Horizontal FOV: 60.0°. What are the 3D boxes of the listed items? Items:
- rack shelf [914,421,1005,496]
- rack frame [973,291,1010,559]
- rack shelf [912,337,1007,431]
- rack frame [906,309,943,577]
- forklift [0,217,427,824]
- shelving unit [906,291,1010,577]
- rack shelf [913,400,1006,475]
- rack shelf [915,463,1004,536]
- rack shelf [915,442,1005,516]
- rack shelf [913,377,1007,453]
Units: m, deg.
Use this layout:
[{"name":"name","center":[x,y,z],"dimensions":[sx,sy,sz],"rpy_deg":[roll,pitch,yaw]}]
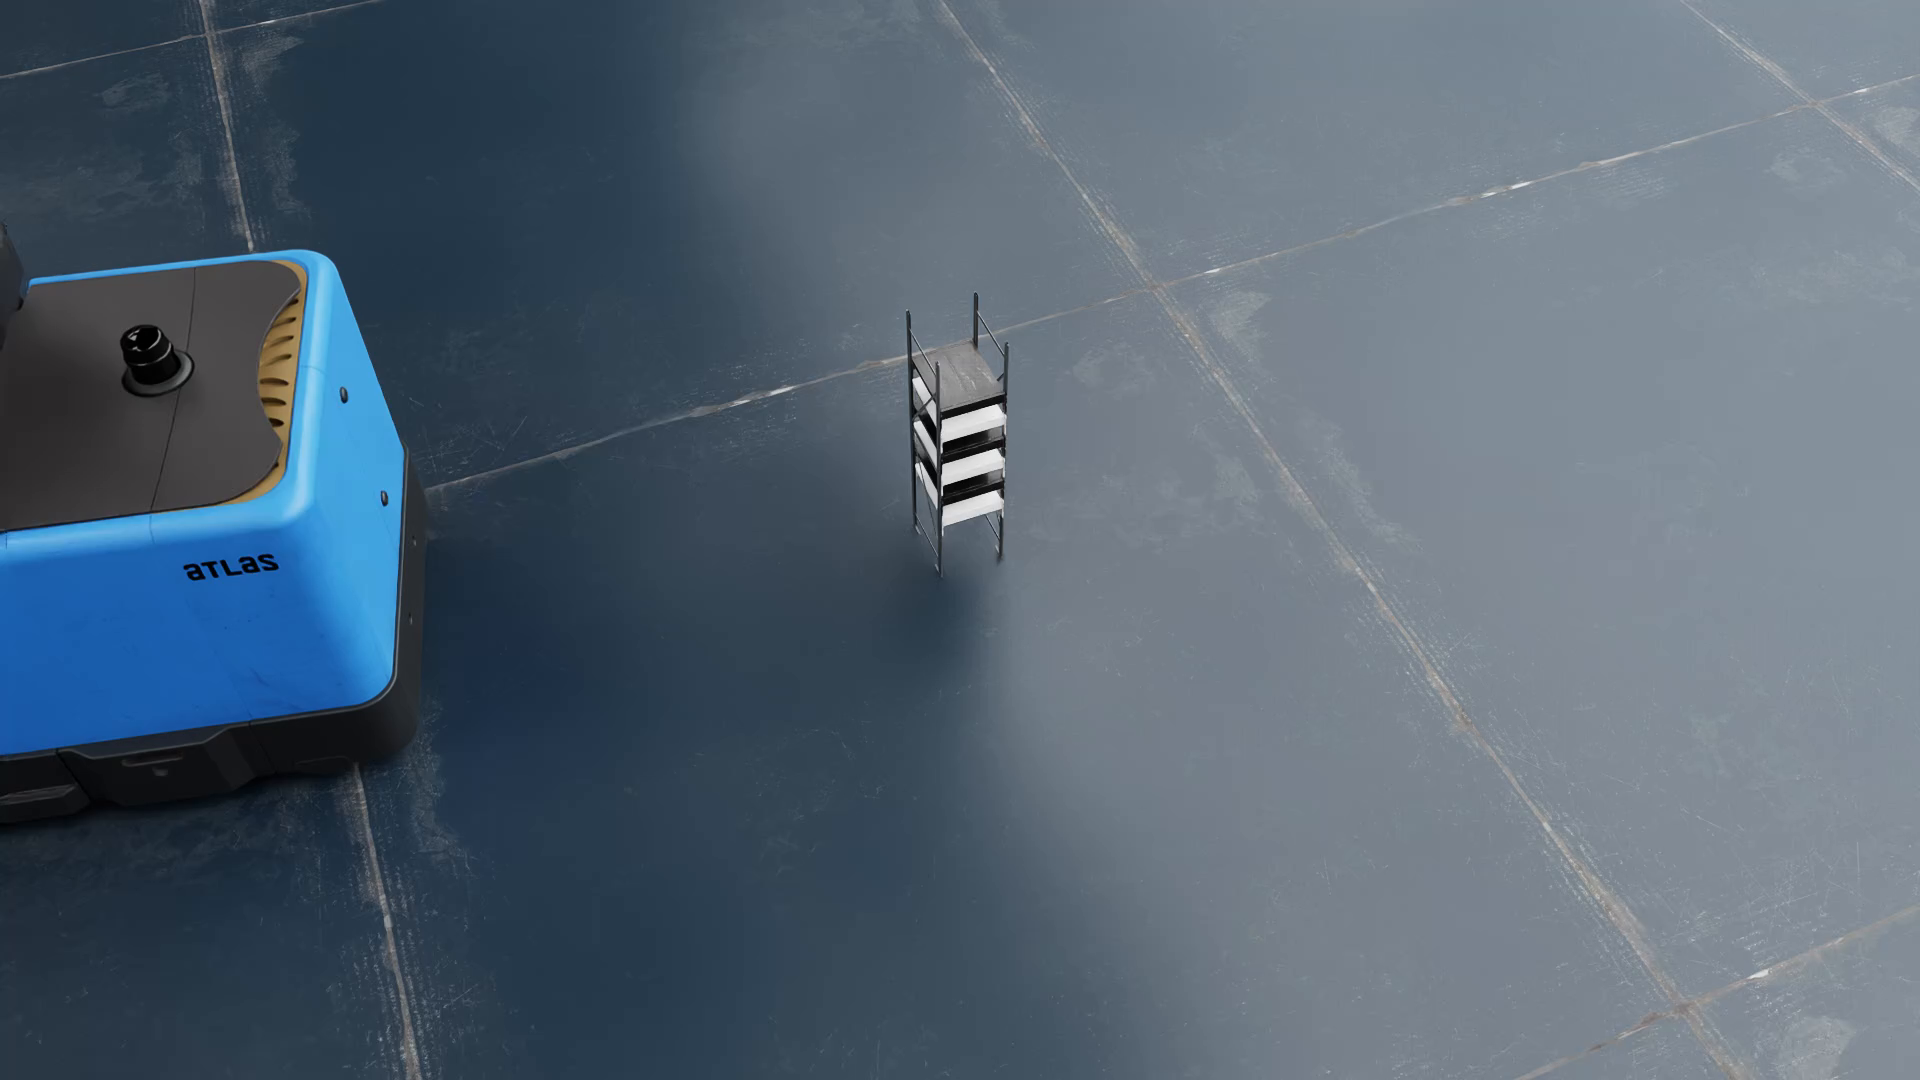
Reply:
[{"name":"rack shelf","center":[-0.008,-0.269,4.932],"dimensions":[0.200,0.077,0.258],"rpy_deg":[-17,52,-14]},{"name":"rack frame","center":[0.087,-0.320,4.932],"dimensions":[0.006,0.900,0.240],"rpy_deg":[-17,52,-14]},{"name":"rack shelf","center":[-0.008,-0.445,4.727],"dimensions":[0.200,0.077,0.258],"rpy_deg":[-17,52,-14]},{"name":"rack frame","center":[-0.102,-0.262,4.882],"dimensions":[0.006,0.900,0.240],"rpy_deg":[-17,52,-14]},{"name":"forklift","center":[-3.098,-0.501,3.748],"dimensions":[3.031,2.935,1.130],"rpy_deg":[-8,50,-7]},{"name":"shelving unit","center":[-0.008,-0.291,4.907],"dimensions":[0.210,0.900,0.258],"rpy_deg":[-17,52,-14]},{"name":"rack shelf","center":[-0.008,-0.328,4.864],"dimensions":[0.200,0.077,0.258],"rpy_deg":[-17,52,-14]},{"name":"rack shelf","center":[-0.008,-0.152,5.068],"dimensions":[0.200,0.077,0.258],"rpy_deg":[-17,52,-14]},{"name":"rack shelf","center":[-0.008,-0.211,5.000],"dimensions":[0.200,0.077,0.258],"rpy_deg":[-17,52,-14]},{"name":"rack shelf","center":[-0.008,-0.386,4.795],"dimensions":[0.200,0.077,0.258],"rpy_deg":[-17,52,-14]}]
